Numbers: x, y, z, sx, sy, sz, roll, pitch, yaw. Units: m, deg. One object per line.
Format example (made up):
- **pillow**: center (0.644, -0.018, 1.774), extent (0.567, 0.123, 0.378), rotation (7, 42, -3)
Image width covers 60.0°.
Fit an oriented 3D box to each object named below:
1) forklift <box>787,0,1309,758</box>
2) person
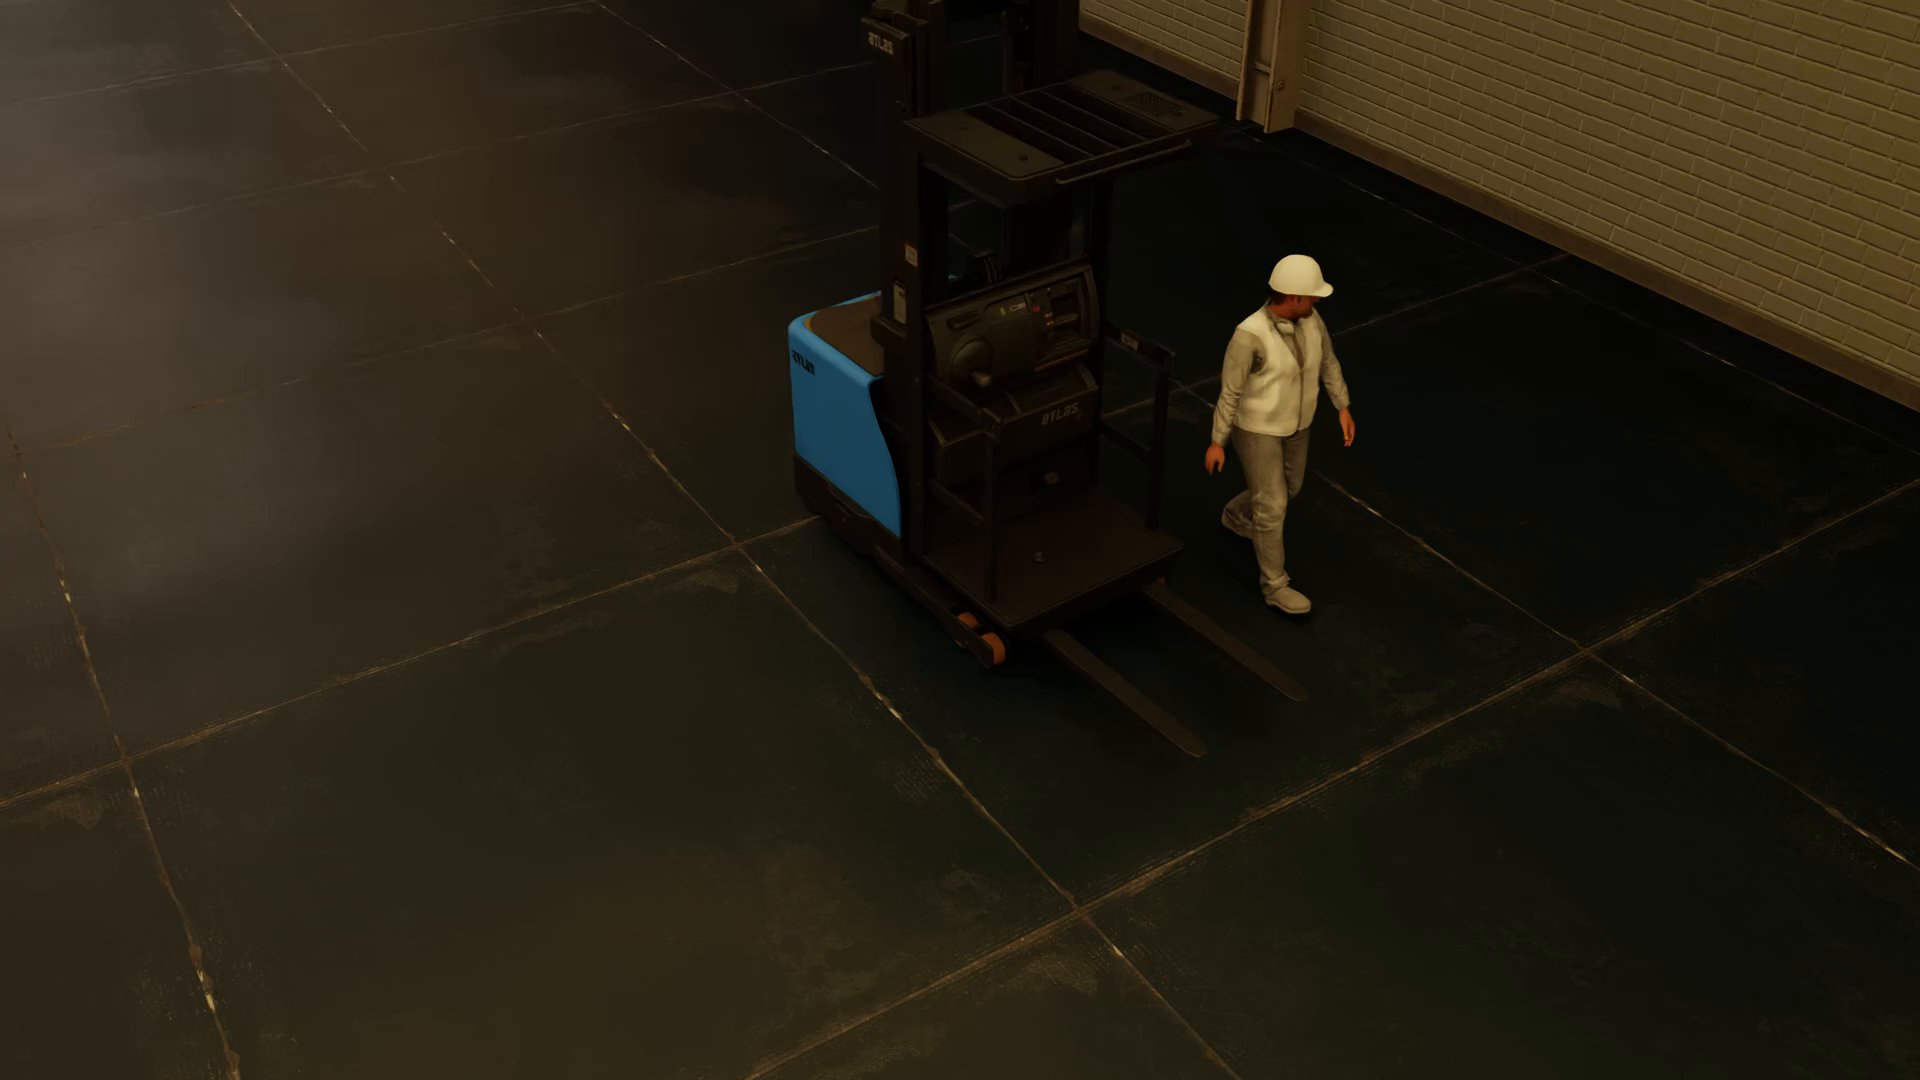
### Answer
- **forklift**: center (0.380, -0.916, 7.451), extent (1.130, 2.935, 3.031), rotation (-23, 41, -29)
- **person**: center (1.548, -0.498, 7.991), extent (0.729, 1.782, 0.880), rotation (-23, 41, -30)
